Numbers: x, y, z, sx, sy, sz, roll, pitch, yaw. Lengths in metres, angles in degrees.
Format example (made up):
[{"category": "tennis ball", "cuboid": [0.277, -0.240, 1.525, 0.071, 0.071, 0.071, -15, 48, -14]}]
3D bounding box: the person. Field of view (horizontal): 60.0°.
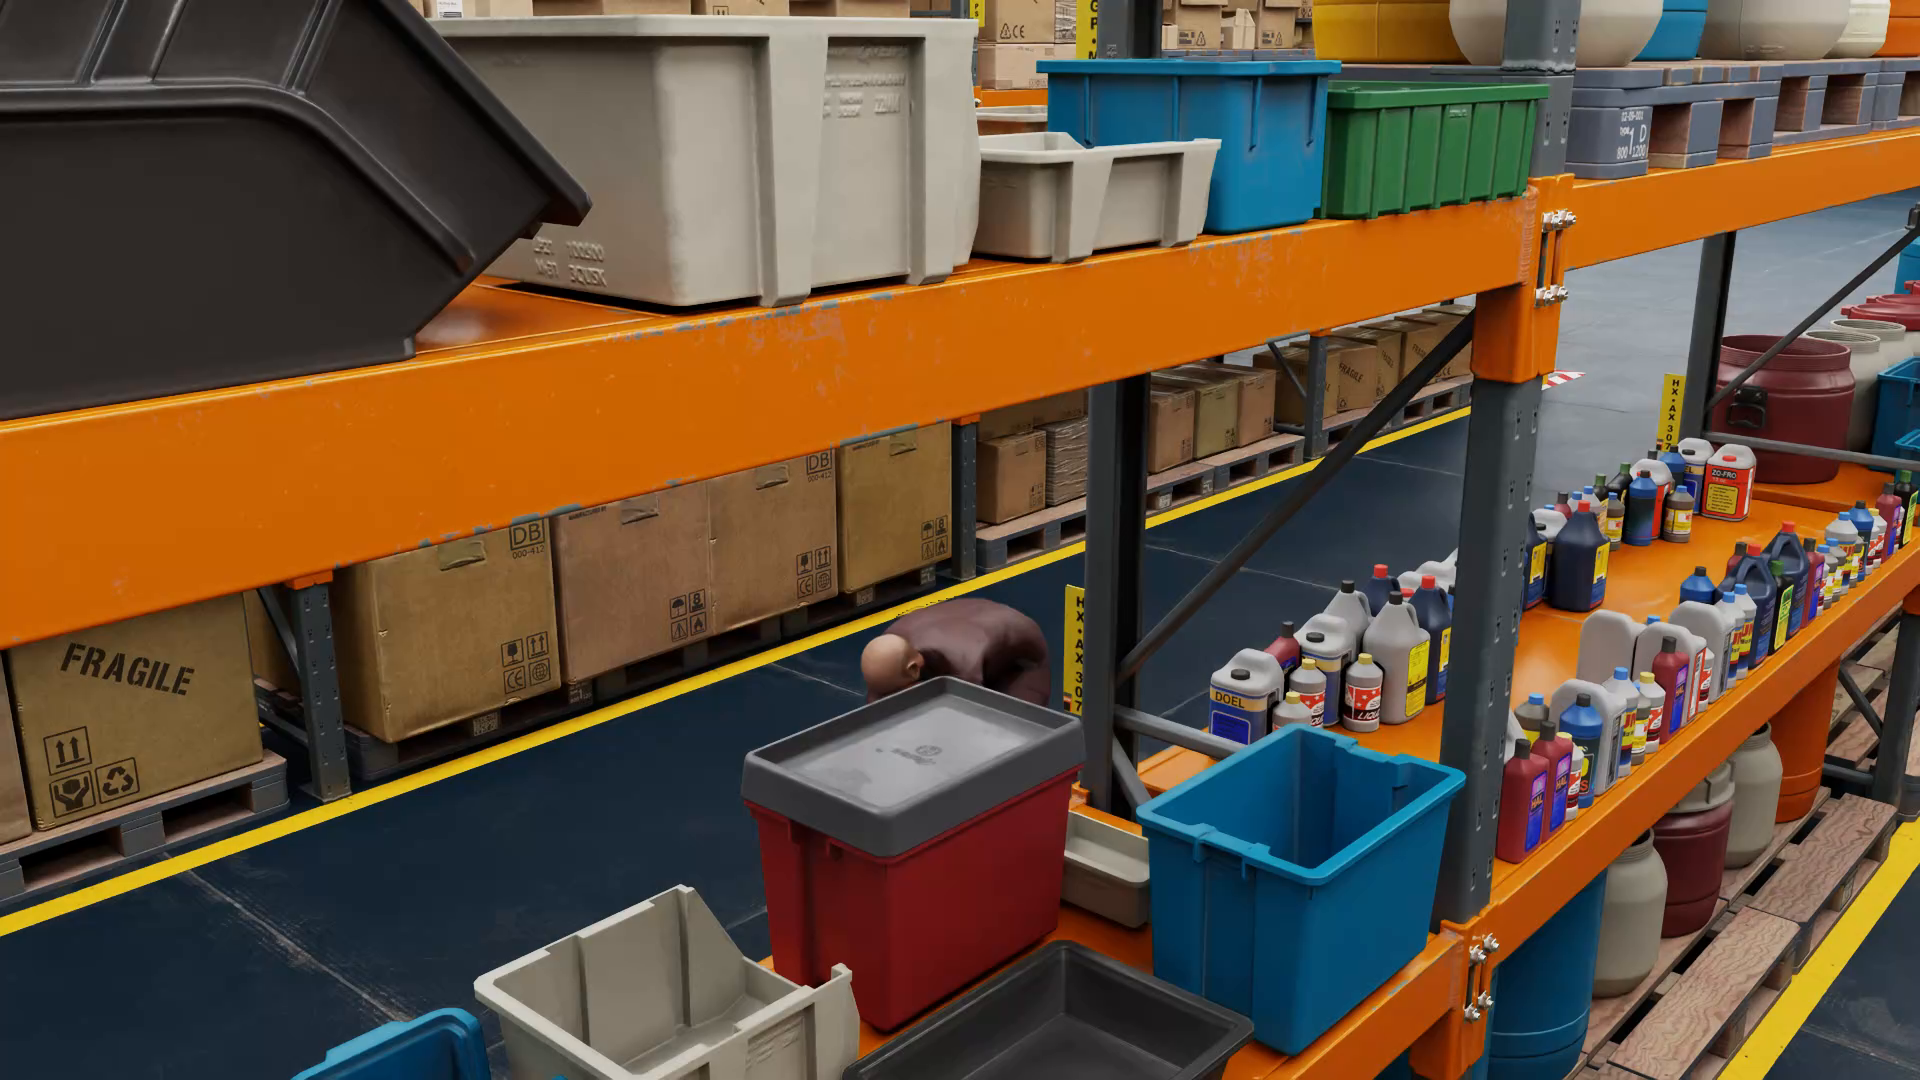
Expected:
[{"category": "person", "cuboid": [-0.048, 0.764, 6.250, 0.552, 1.068, 0.943, 13, 21, 37]}]
